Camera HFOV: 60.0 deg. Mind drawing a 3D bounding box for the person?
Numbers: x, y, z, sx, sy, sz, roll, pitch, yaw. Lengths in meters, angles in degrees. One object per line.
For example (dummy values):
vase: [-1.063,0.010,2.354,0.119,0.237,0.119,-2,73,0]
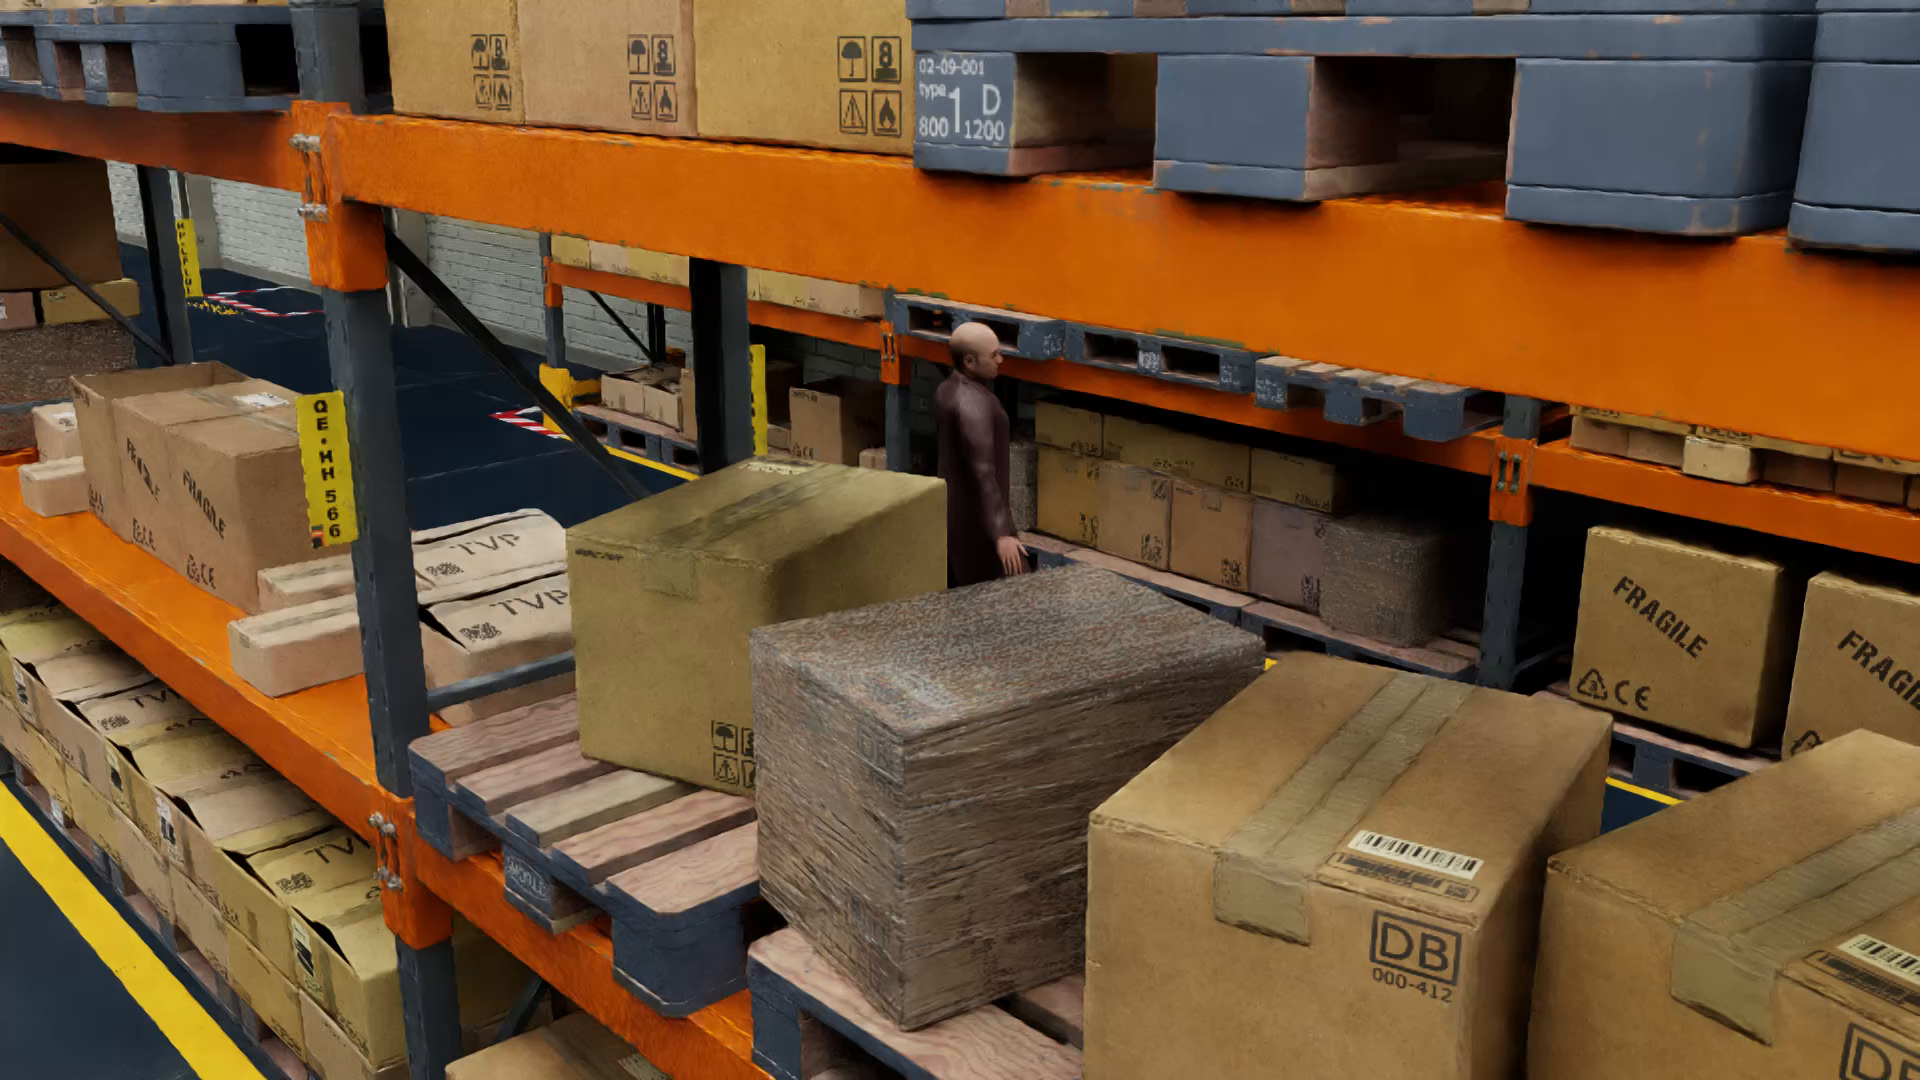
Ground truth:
person: [0.147,-0.065,7.197,0.663,1.775,0.767,-6,18,-19]
